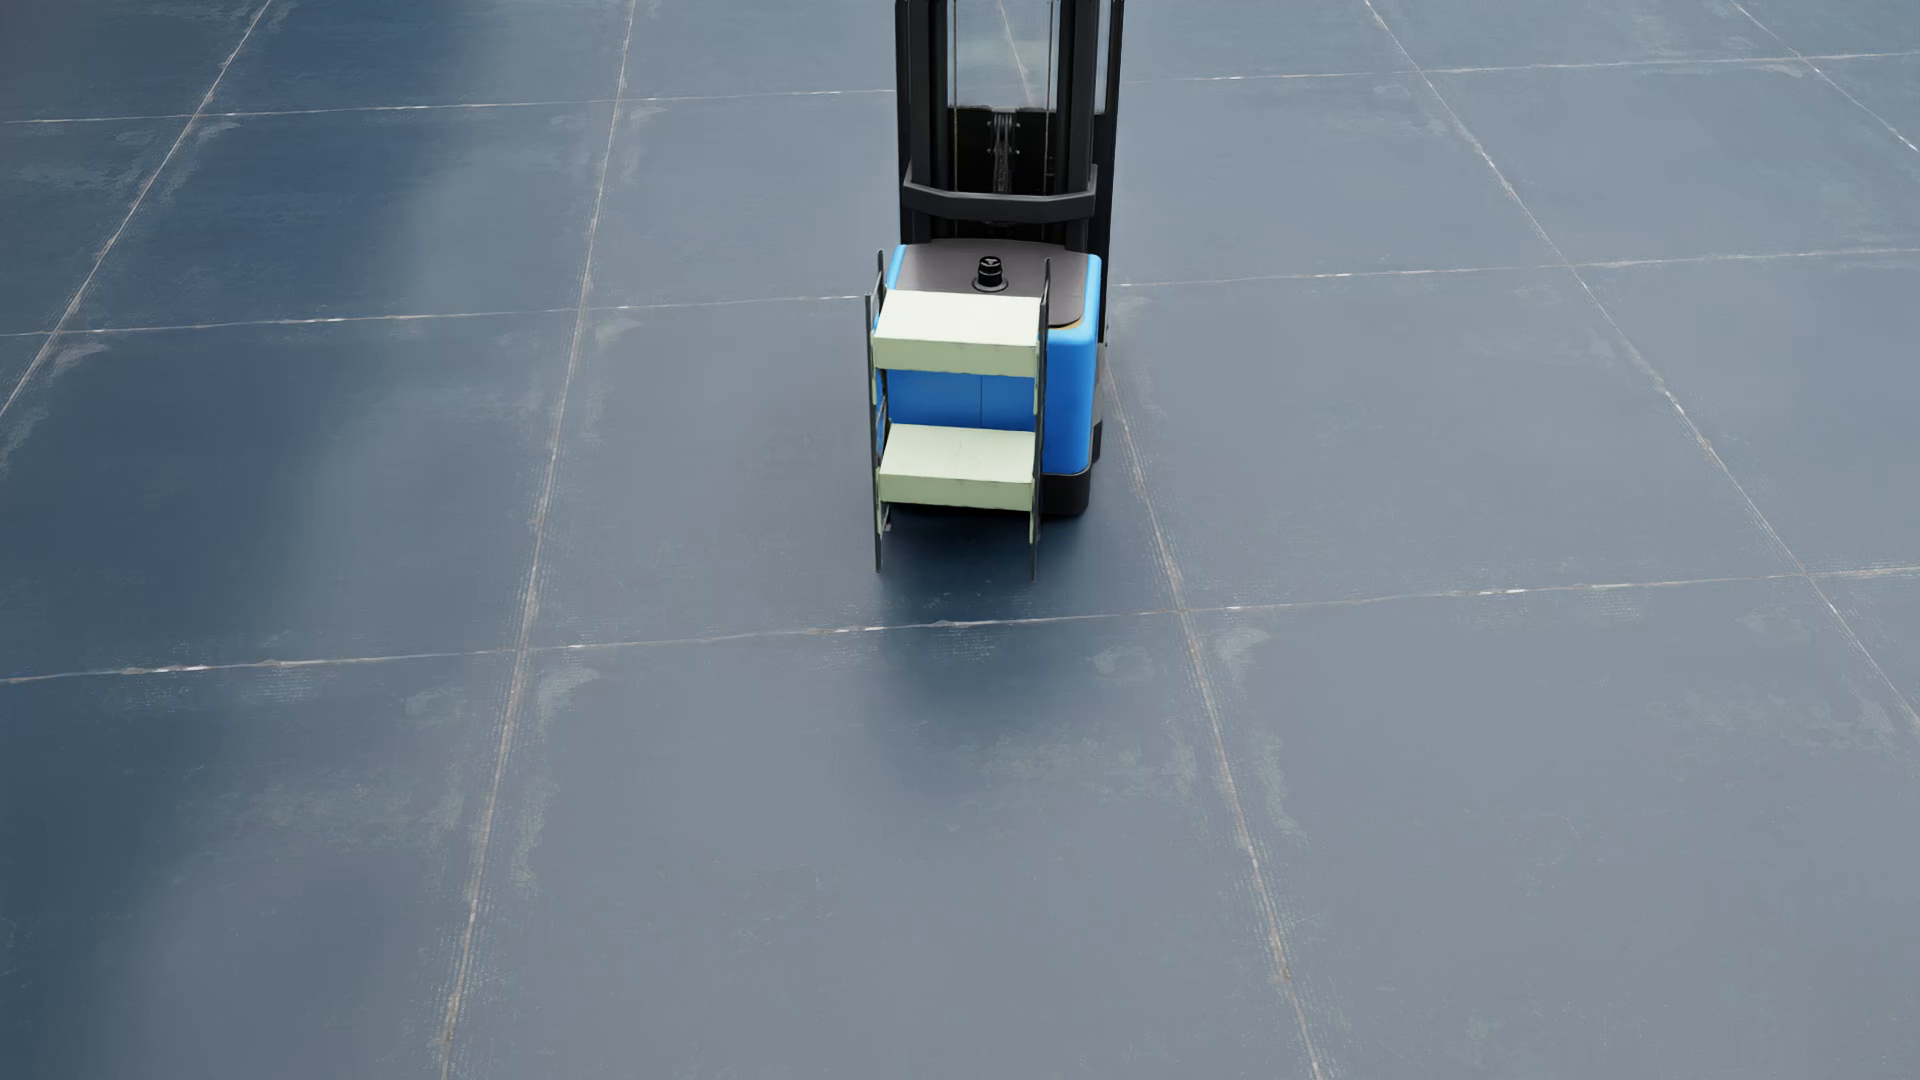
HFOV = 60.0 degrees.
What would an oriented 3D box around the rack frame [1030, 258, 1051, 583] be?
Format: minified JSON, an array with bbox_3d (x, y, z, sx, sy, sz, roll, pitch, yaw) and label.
[{"bbox_3d":[0.362,-0.509,7.506,0.023,1.500,0.400,4,38,5],"label":"rack frame"}]

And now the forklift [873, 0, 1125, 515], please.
[{"bbox_3d":[0.260,-2.174,8.462,1.130,2.935,3.031,4,38,5],"label":"forklift"}]

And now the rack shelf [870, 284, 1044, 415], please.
[{"bbox_3d":[-0.002,-0.839,7.295,0.720,0.370,0.431,4,38,5],"label":"rack shelf"}]

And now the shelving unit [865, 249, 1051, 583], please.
[{"bbox_3d":[-0.002,-0.533,7.537,0.755,1.500,0.431,4,38,5],"label":"shelving unit"}]

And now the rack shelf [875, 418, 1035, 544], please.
[{"bbox_3d":[-0.002,-0.277,7.739,0.720,0.370,0.431,4,38,5],"label":"rack shelf"}]

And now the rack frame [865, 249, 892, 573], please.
[{"bbox_3d":[-0.366,-0.557,7.567,0.023,1.500,0.400,4,38,5],"label":"rack frame"}]
